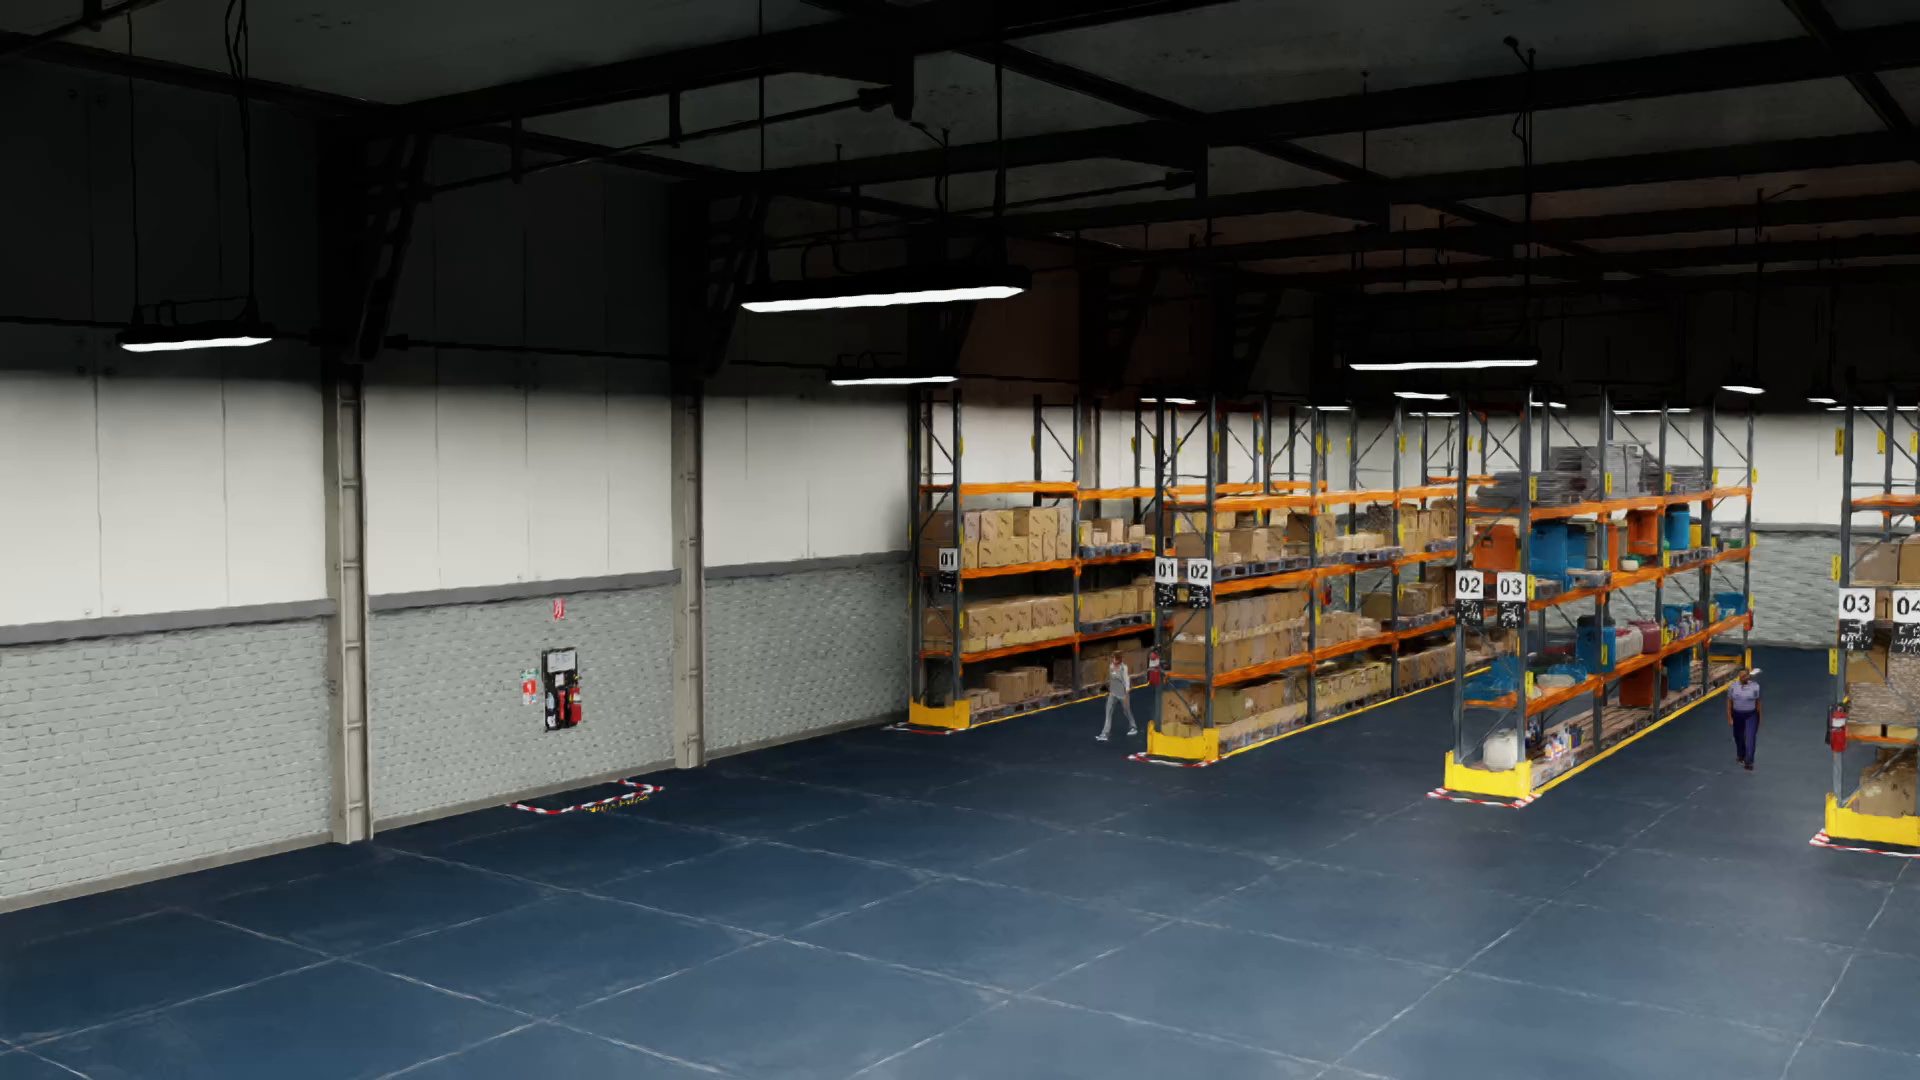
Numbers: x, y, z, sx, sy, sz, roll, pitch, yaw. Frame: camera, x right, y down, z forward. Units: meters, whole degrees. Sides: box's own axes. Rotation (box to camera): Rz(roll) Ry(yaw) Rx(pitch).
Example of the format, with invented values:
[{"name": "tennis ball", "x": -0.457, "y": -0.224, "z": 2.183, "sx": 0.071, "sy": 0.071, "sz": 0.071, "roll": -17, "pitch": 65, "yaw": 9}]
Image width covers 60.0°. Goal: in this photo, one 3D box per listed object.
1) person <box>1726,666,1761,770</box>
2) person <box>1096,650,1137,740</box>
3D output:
[{"name": "person", "x": 12.166, "y": 2.737, "z": 25.838, "sx": 0.482, "sy": 1.550, "sz": 1.090, "roll": 2, "pitch": 4, "yaw": 34}, {"name": "person", "x": 2.705, "y": 2.620, "z": 28.227, "sx": 0.415, "sy": 1.517, "sz": 1.041, "roll": 2, "pitch": 4, "yaw": 33}]
